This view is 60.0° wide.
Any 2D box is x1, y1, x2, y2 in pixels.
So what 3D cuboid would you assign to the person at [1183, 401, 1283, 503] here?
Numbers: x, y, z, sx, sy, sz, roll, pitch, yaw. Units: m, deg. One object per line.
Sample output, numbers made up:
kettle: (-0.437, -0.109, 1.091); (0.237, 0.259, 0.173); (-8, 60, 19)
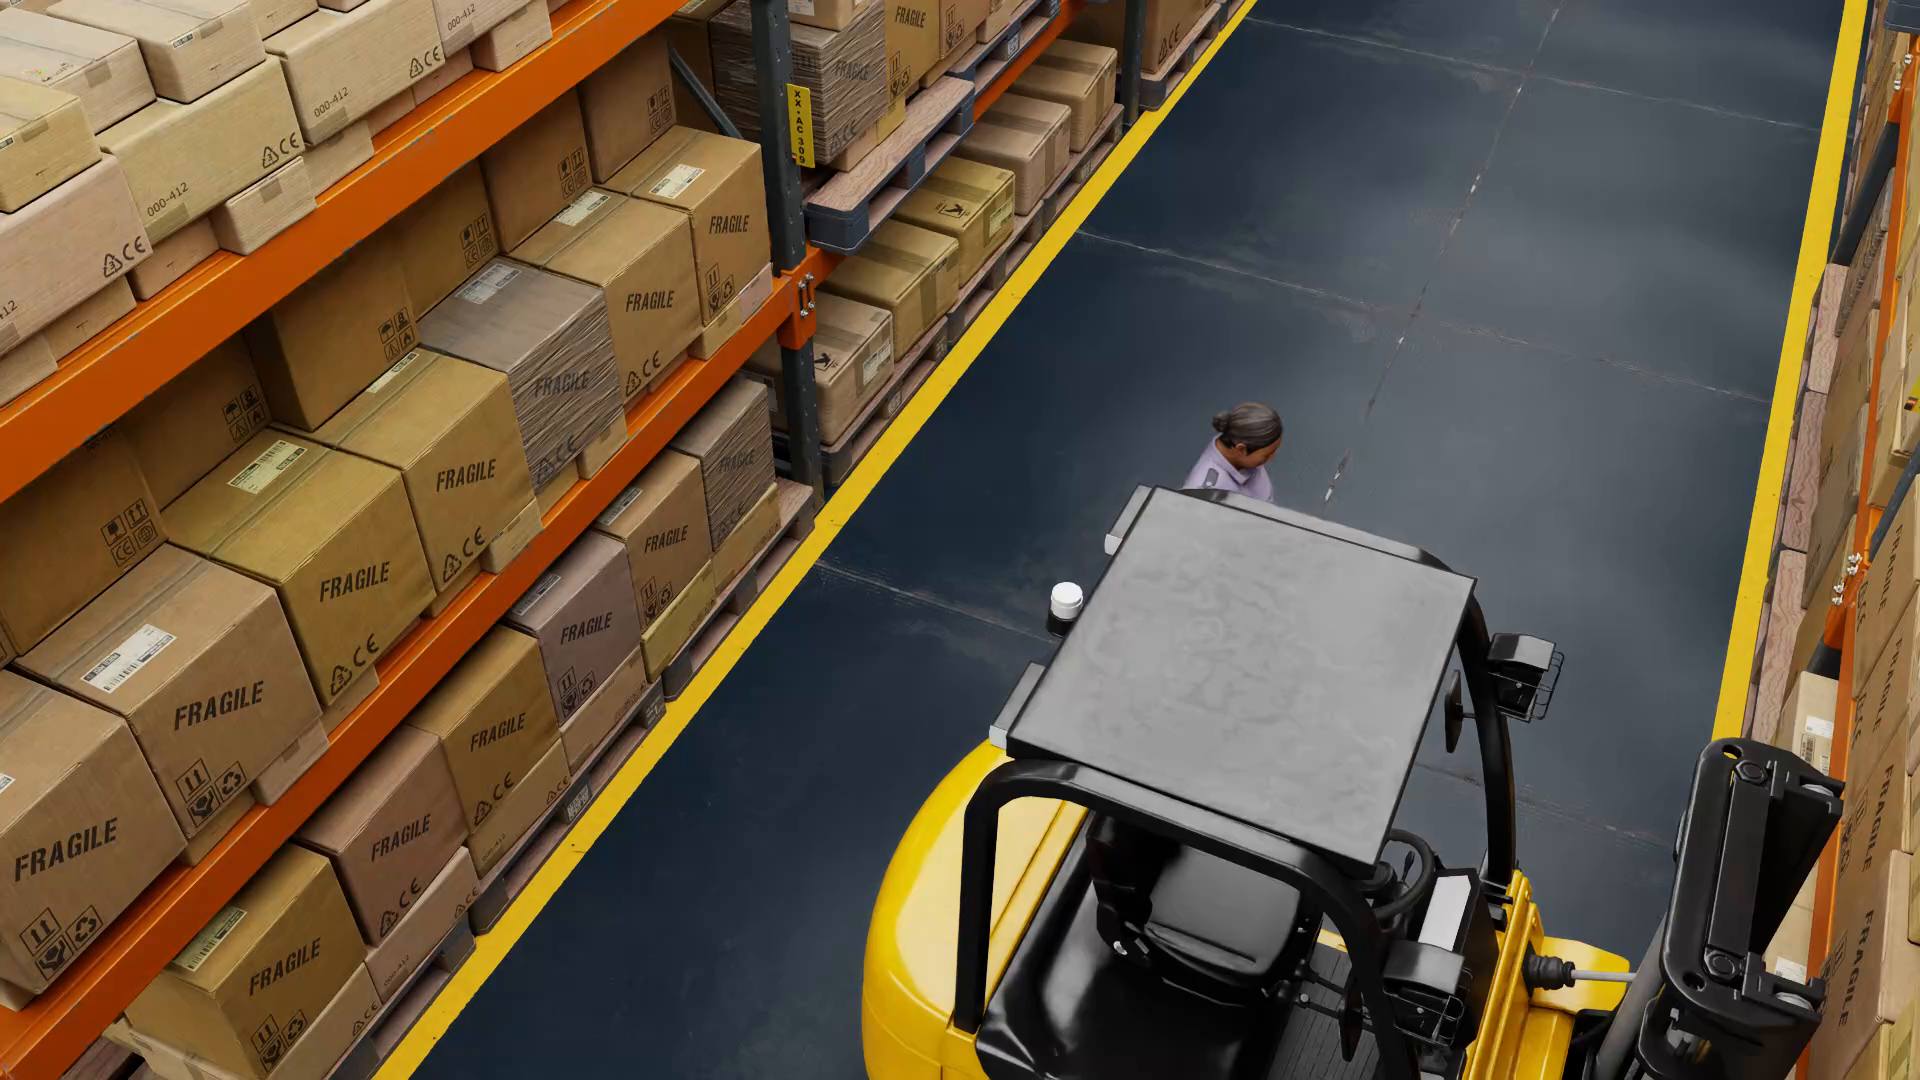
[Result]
person: (0.919, 0.149, 6.037); (0.346, 1.619, 0.483); (18, 45, 19)
